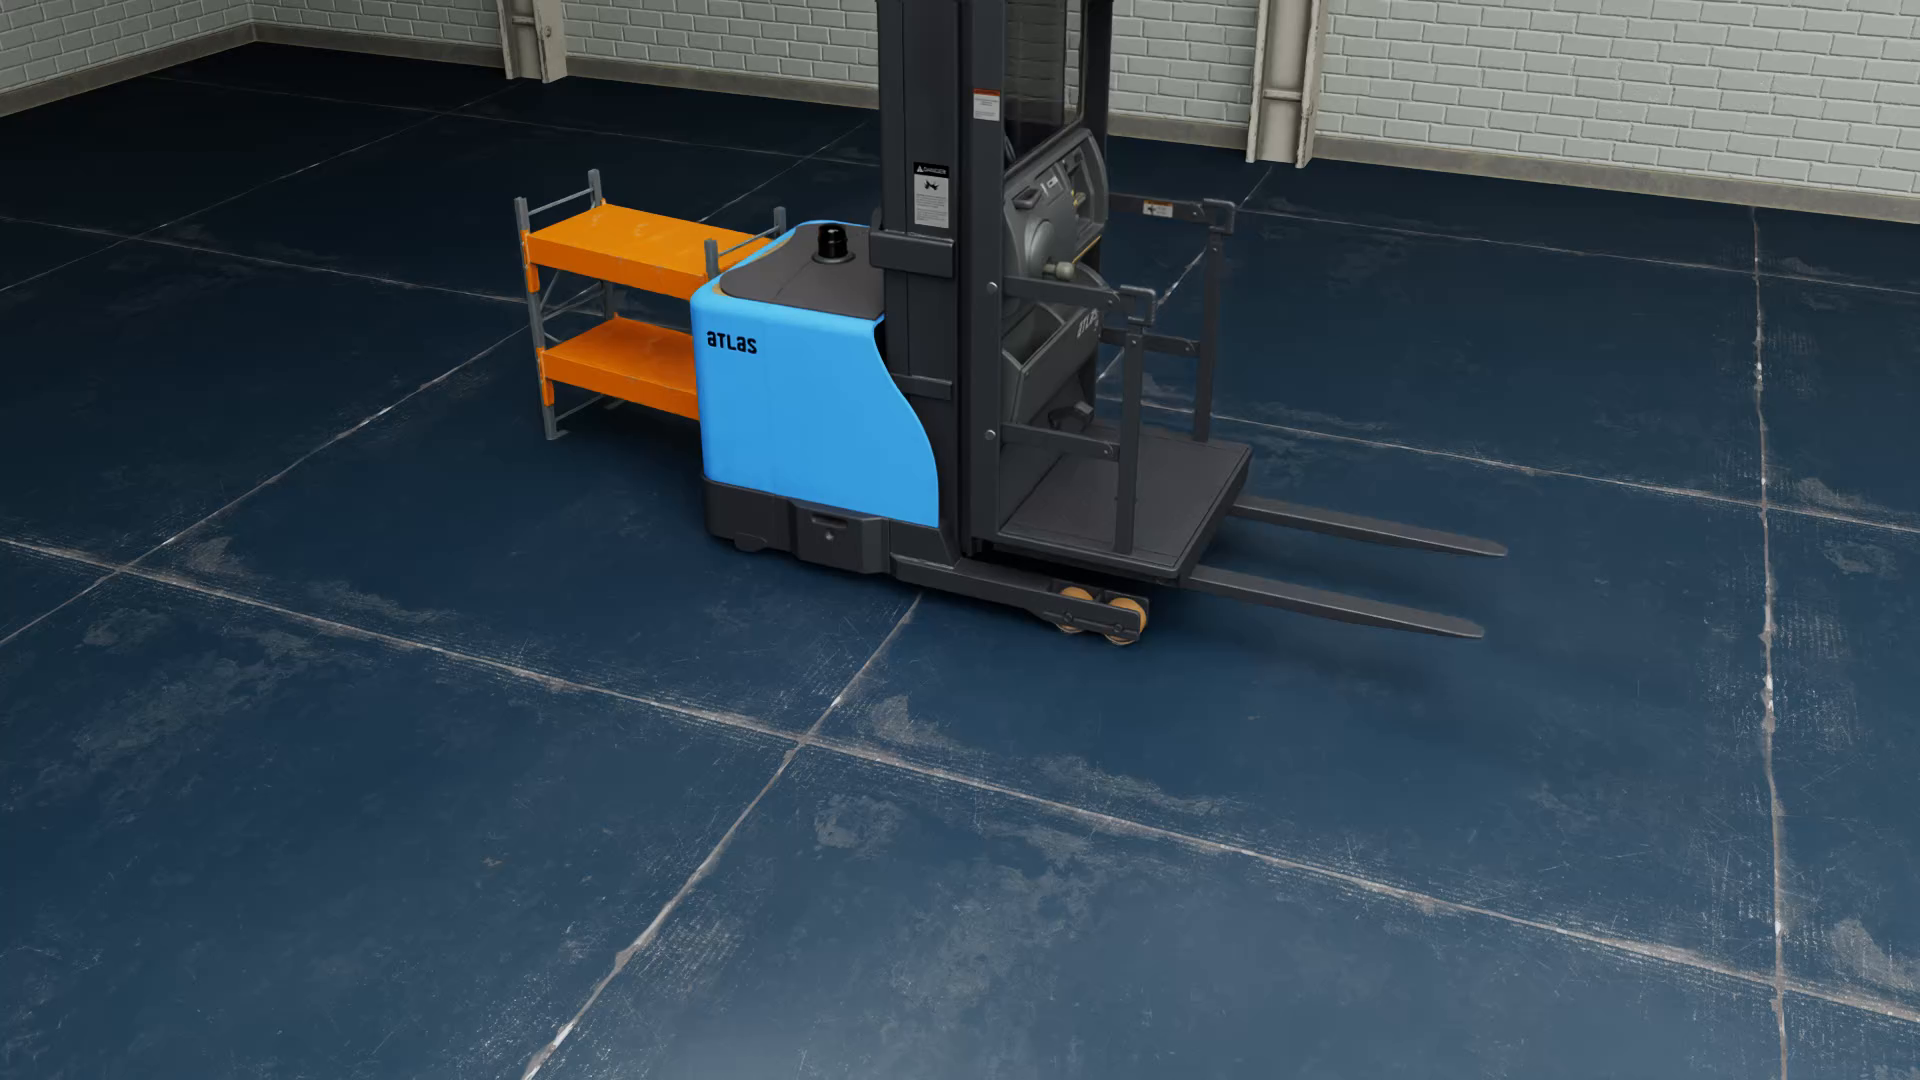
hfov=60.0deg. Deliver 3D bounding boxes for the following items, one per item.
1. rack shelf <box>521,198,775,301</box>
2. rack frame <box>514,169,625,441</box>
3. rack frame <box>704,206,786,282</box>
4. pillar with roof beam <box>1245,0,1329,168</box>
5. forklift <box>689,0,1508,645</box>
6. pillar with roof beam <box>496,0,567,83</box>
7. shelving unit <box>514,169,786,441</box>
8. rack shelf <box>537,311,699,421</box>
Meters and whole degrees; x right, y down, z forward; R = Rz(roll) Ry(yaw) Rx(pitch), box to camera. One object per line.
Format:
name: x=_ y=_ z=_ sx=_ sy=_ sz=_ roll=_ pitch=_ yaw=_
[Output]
rack shelf: x=-1.303 y=-1.173 z=7.088 sx=1.000 sy=0.278 sz=0.538 roll=16 pitch=33 yaw=27
rack frame: x=-1.739 y=-1.048 z=7.460 sx=0.032 sy=1.125 sz=0.500 roll=16 pitch=33 yaw=27
rack frame: x=-0.867 y=-0.790 z=7.004 sx=0.032 sy=1.125 sz=0.500 roll=16 pitch=33 yaw=27
pillar with roof beam: x=0.560 y=-4.558 z=5.668 sx=0.400 sy=9.000 sz=9.100 roll=11 pitch=31 yaw=19
forklift: x=0.534 y=-1.192 z=5.881 sx=3.031 sy=2.935 sz=1.130 roll=12 pitch=32 yaw=20
pillar with roof beam: x=-5.000 y=-5.668 z=7.632 sx=0.400 sy=9.000 sz=9.100 roll=11 pitch=31 yaw=19
shelving unit: x=-1.303 y=-0.919 z=7.232 sx=1.048 sy=1.125 sz=0.538 roll=16 pitch=33 yaw=27
rack shelf: x=-1.303 y=-0.706 z=7.353 sx=1.000 sy=0.278 sz=0.538 roll=16 pitch=33 yaw=27
